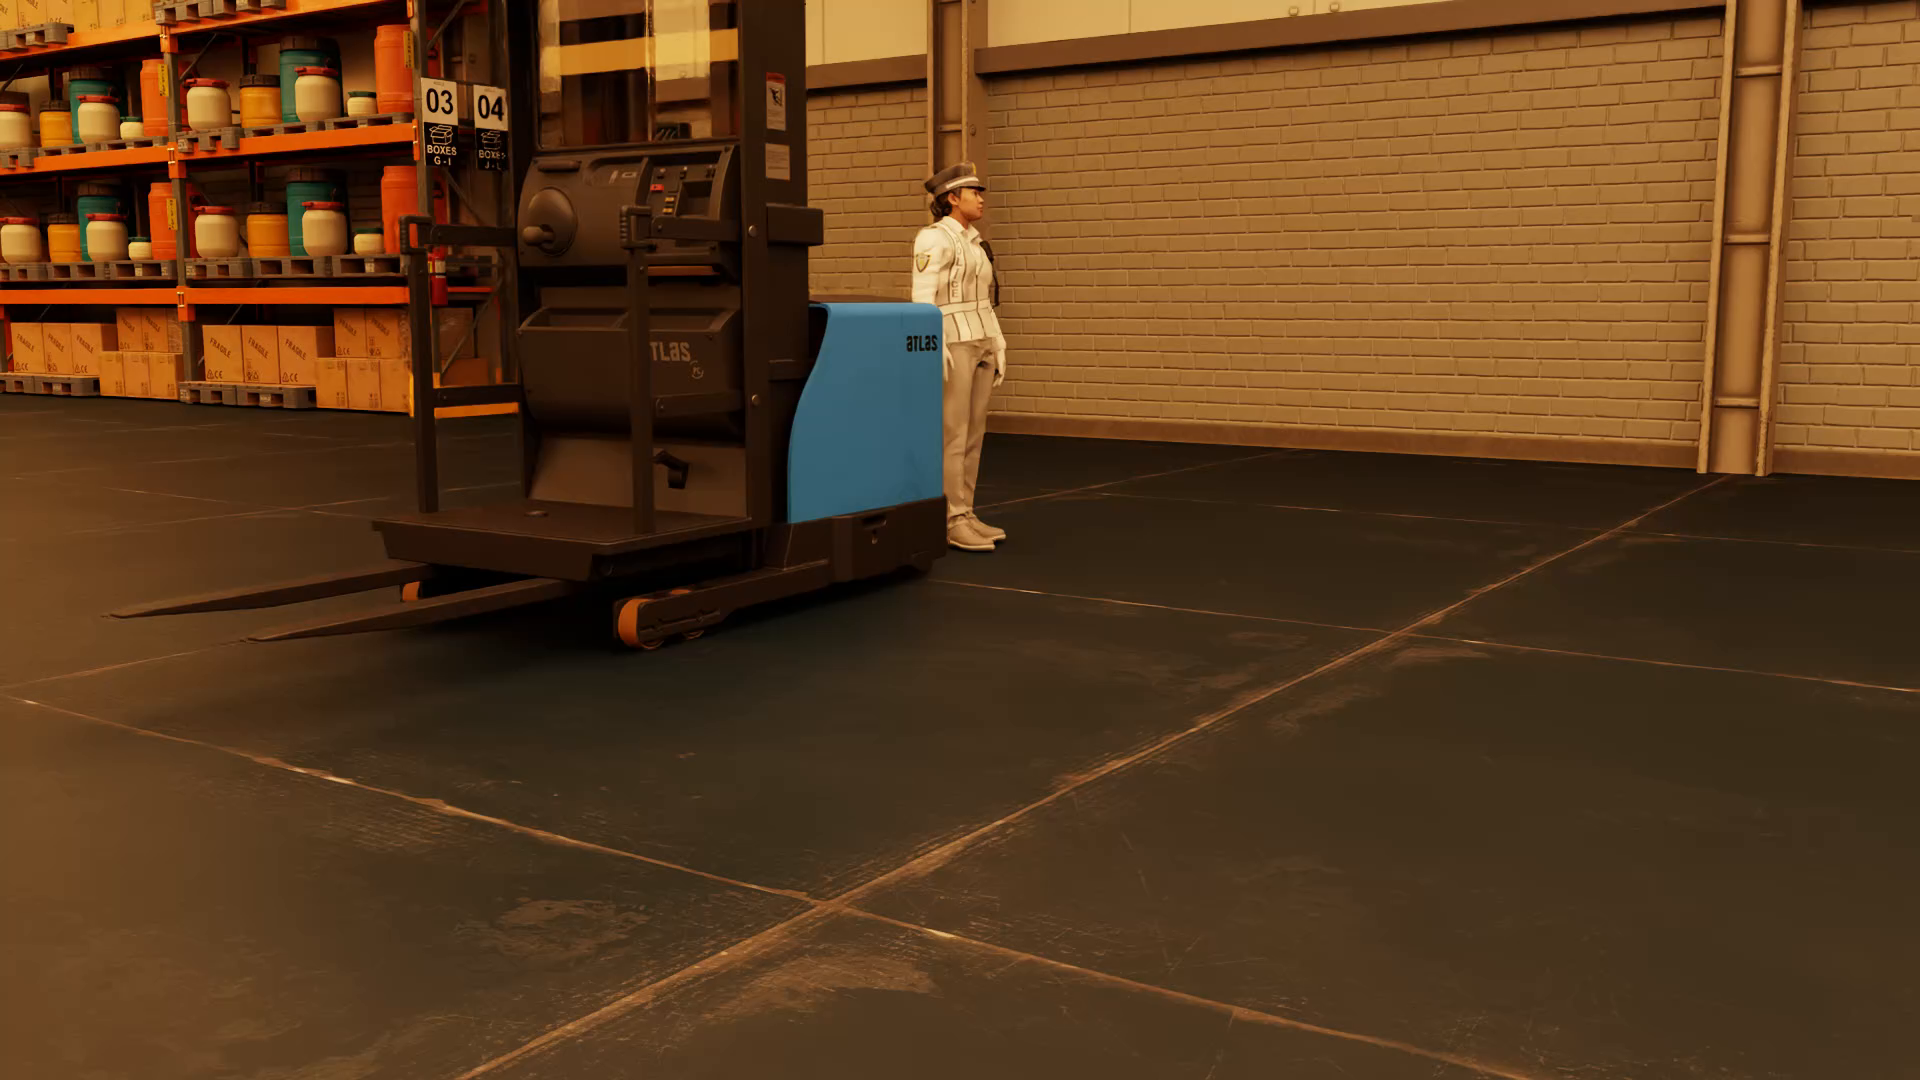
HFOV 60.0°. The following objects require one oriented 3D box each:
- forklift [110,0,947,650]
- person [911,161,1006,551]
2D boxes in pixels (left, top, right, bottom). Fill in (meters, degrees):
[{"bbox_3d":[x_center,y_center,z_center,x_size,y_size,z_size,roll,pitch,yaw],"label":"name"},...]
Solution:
[{"bbox_3d":[-1.261,-1.182,5.505,1.130,2.935,3.031,5,10,32],"label":"forklift"},{"bbox_3d":[0.057,-0.838,7.442,0.509,1.693,0.602,5,9,31],"label":"person"}]
